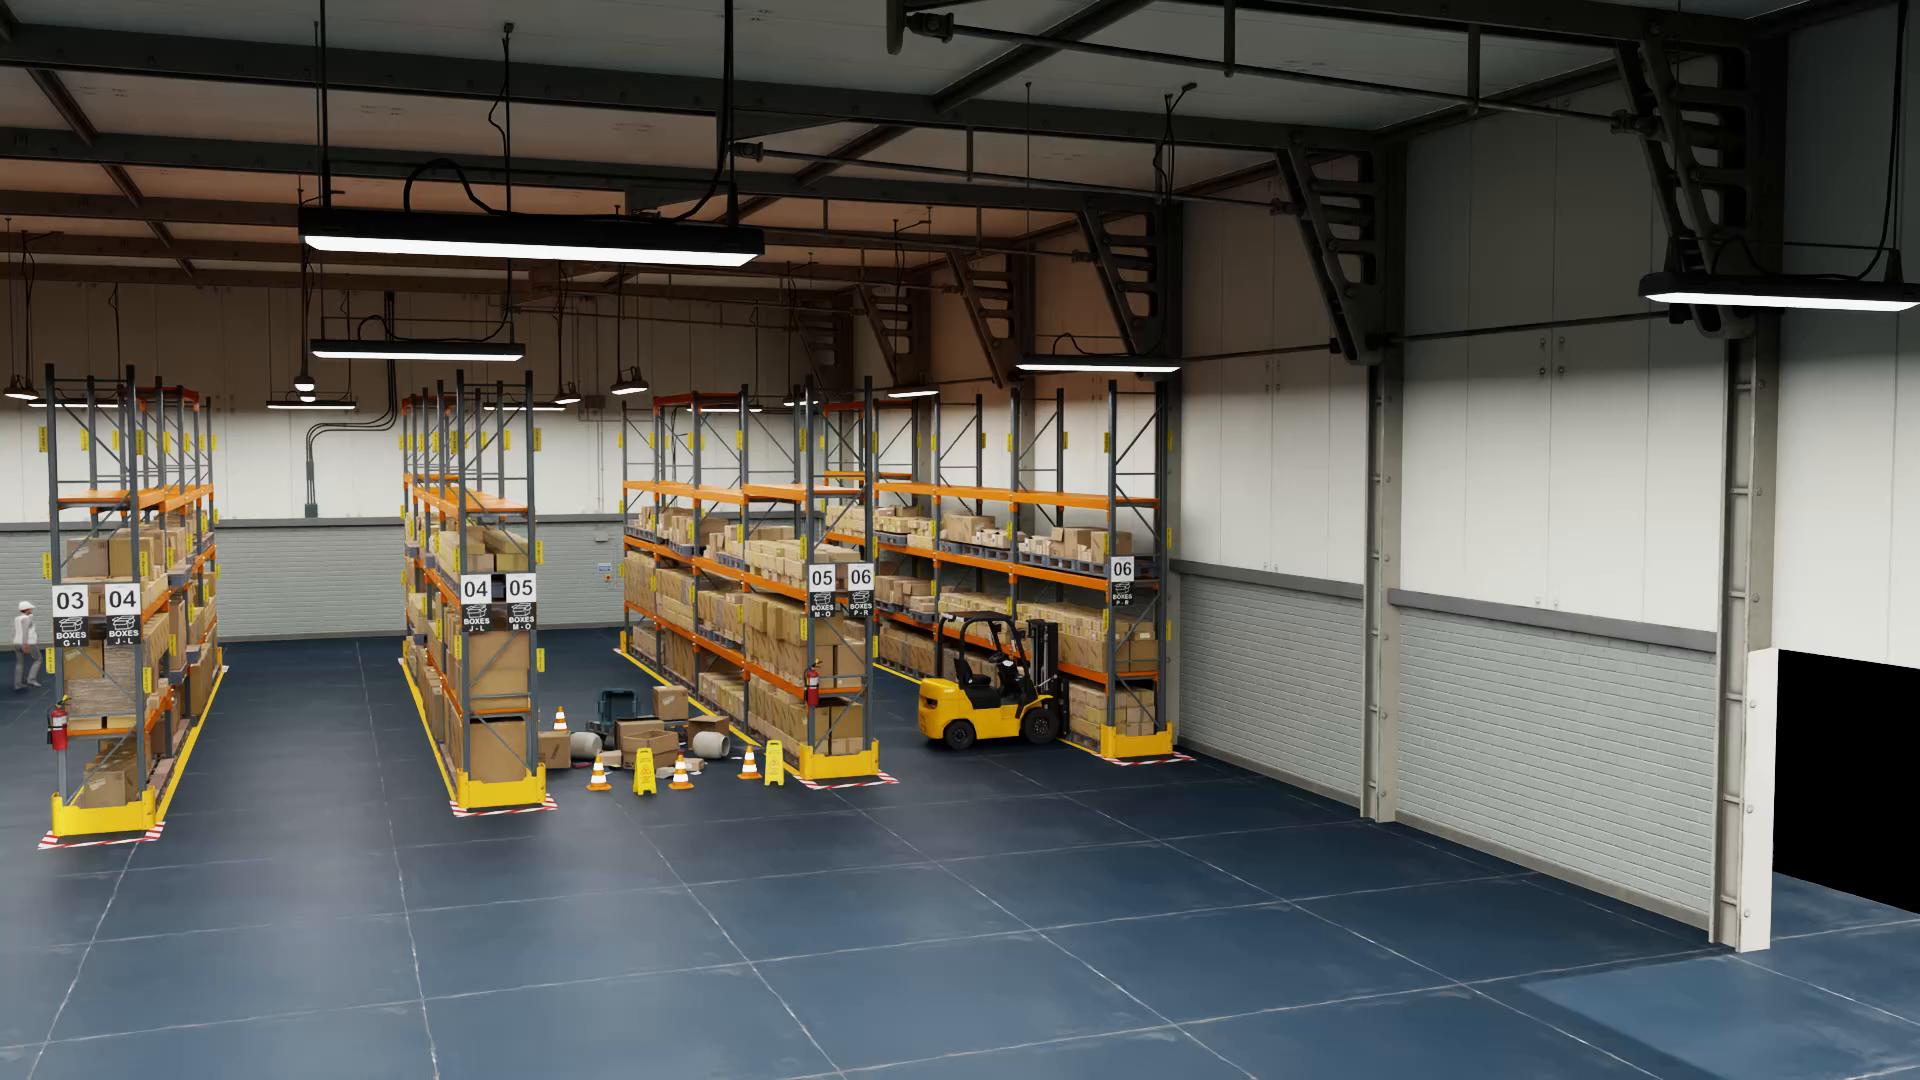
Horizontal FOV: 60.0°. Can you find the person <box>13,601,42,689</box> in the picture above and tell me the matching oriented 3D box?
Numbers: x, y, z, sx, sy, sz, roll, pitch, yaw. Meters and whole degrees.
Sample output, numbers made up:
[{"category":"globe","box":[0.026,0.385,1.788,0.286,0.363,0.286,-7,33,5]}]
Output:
[{"category":"person","box":[-19.043,2.138,33.828,0.536,1.770,0.551,1,3,13]}]
